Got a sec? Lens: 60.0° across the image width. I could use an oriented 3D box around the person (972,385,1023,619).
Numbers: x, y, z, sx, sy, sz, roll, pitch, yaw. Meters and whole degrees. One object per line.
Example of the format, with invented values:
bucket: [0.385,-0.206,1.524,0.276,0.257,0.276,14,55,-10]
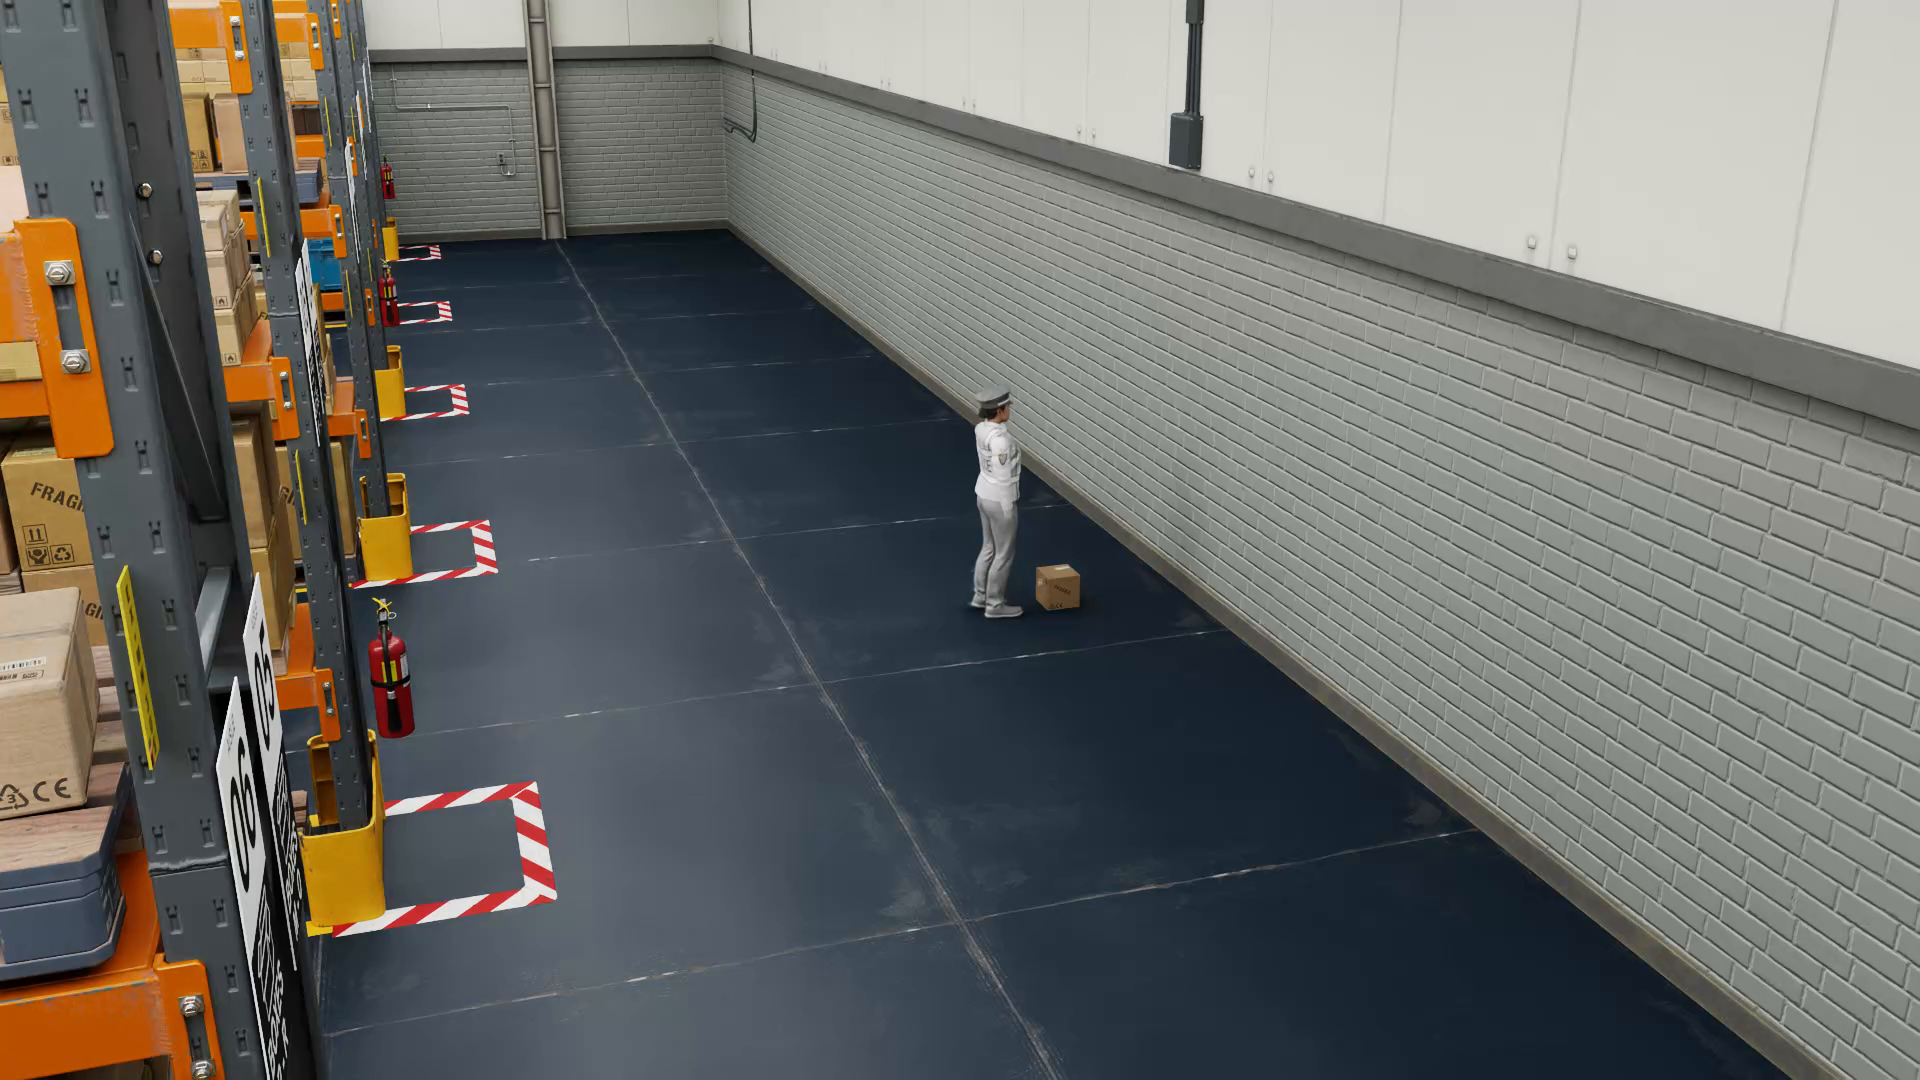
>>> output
person: [0.272,-0.273,11.844,0.341,1.692,0.466,-6,20,-16]
